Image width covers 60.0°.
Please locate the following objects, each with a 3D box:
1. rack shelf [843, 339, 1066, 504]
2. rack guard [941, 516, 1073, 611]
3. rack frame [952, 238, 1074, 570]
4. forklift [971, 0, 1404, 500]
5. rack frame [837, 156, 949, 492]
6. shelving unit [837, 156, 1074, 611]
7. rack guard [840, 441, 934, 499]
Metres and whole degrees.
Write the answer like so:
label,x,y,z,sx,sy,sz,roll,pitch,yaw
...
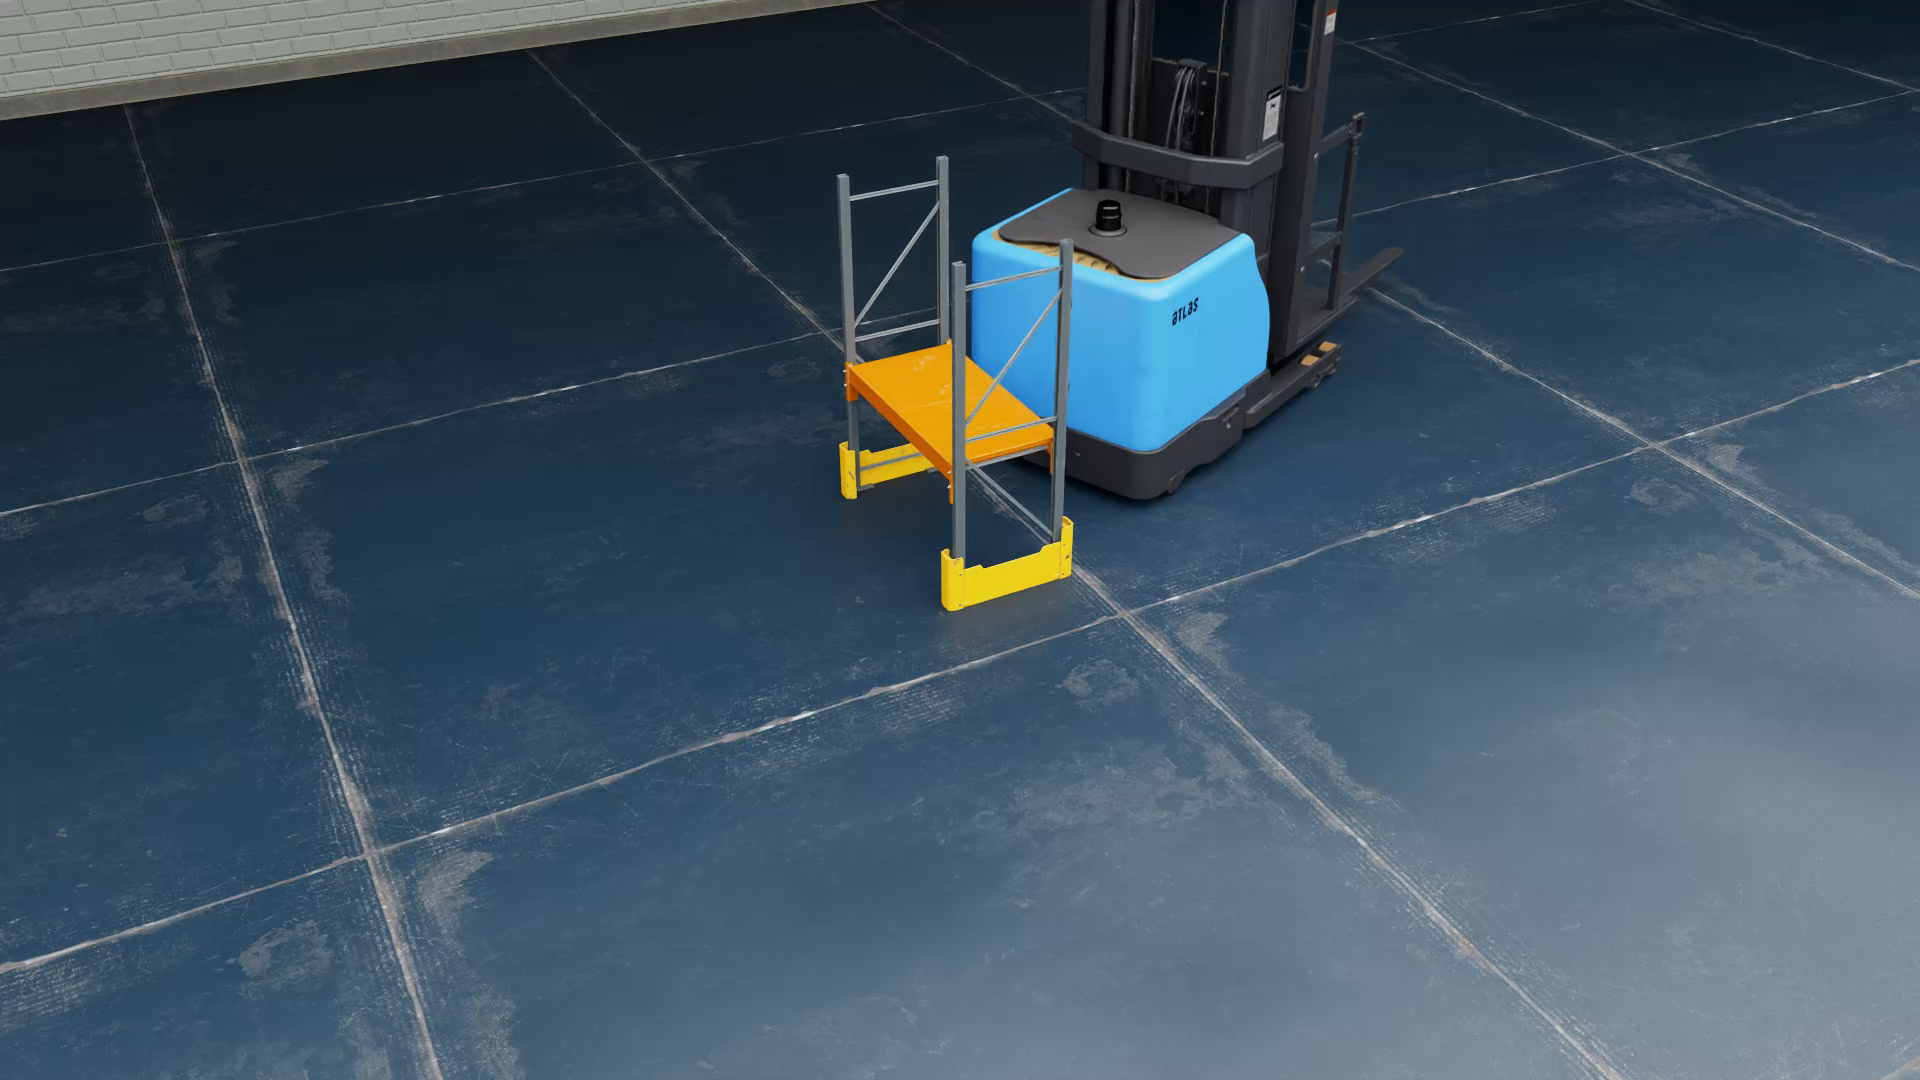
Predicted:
label,x,y,z,sx,sy,sz,roll,pitch,yaw
rack shelf,-0.040,-0.521,7.006,0.538,0.185,1.000,-16,36,-23
rack guard,0.197,0.096,6.868,0.587,0.250,0.087,-16,36,-23
rack frame,0.197,-0.430,6.530,0.500,1.500,0.032,-16,36,-23
forklift,1.328,-2.150,7.889,1.130,2.935,3.031,22,39,31
rack frame,-0.277,-0.915,7.288,0.500,1.500,0.032,-16,36,-23
shelving unit,-0.036,-0.668,6.902,0.587,1.500,1.083,-16,36,-23
rack guard,-0.268,-0.379,7.610,0.587,0.250,0.087,-16,36,-23
